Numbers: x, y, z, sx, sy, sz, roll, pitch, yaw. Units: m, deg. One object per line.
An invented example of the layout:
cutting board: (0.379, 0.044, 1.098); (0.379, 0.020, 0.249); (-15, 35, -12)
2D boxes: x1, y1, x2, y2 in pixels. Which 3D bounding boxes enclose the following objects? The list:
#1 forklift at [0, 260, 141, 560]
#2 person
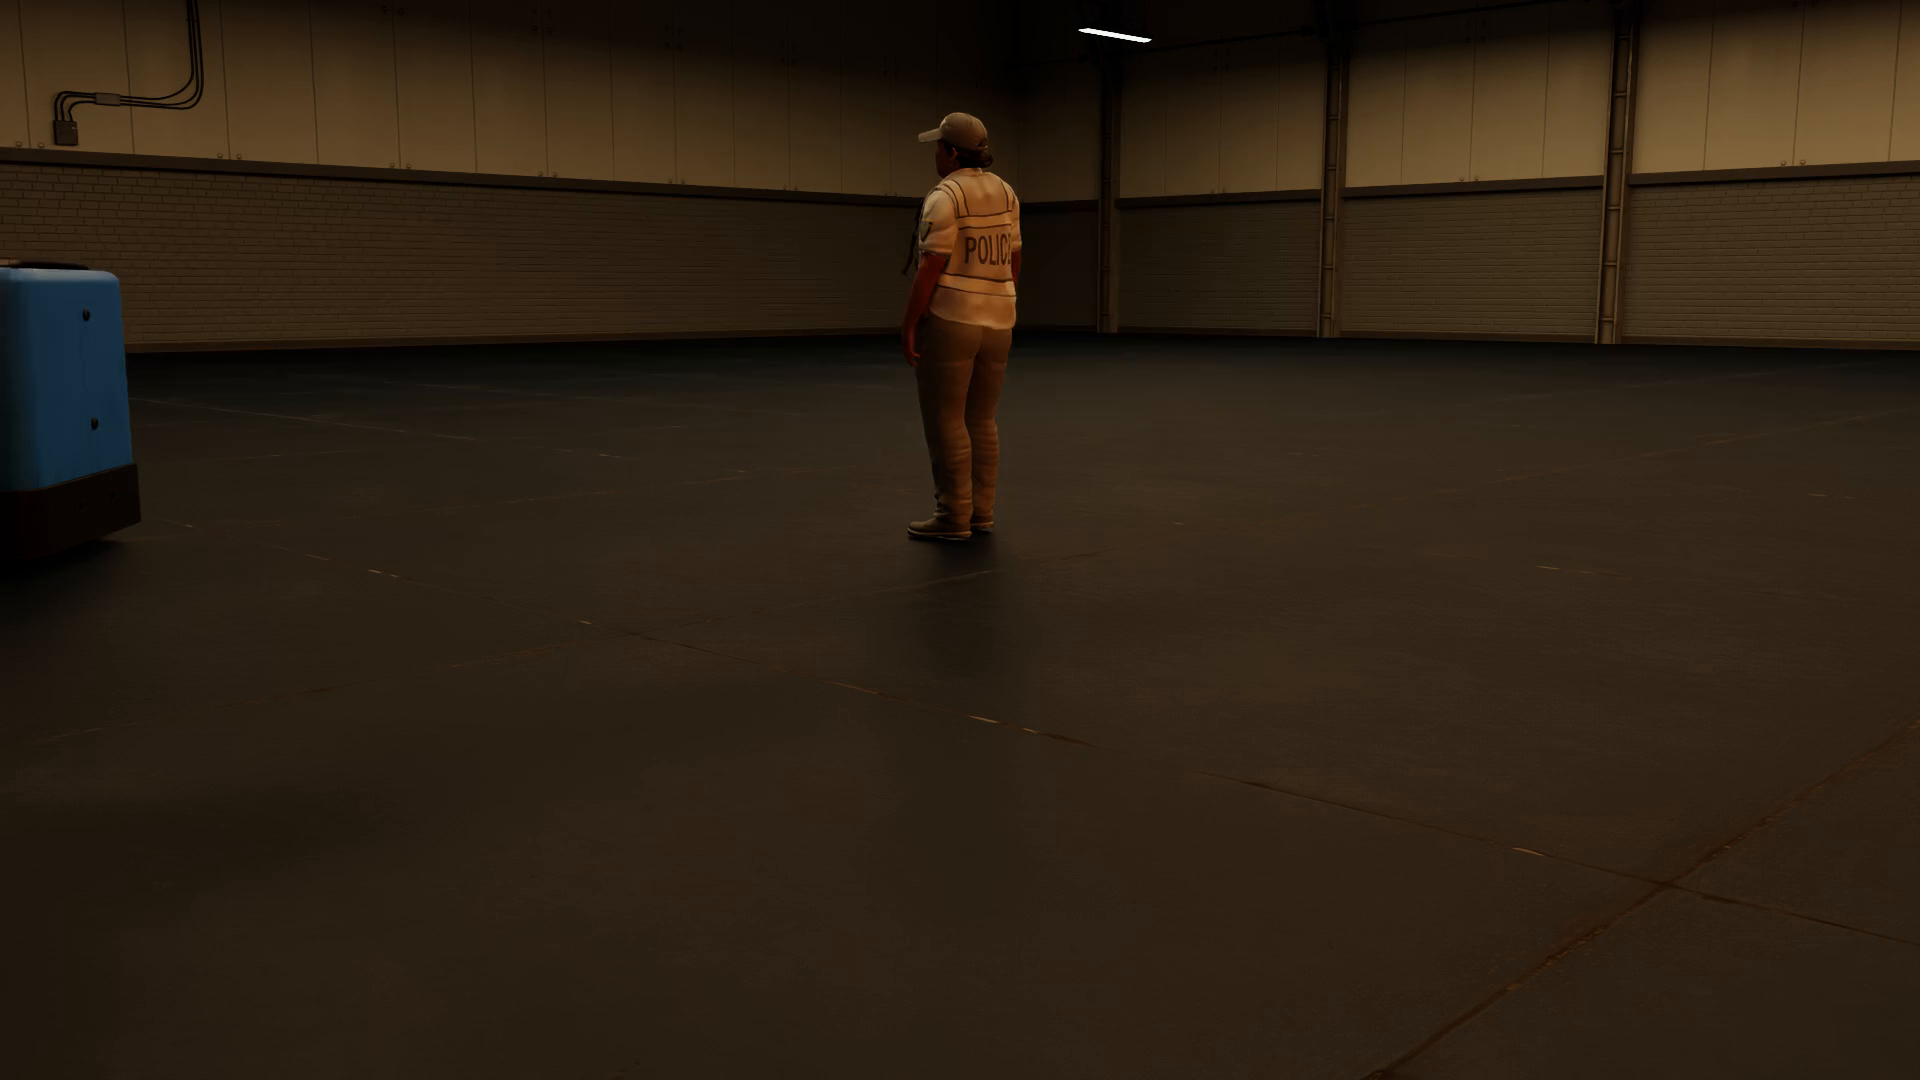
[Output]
forklift: (-4.762, -1.360, 5.907); (3.031, 2.935, 1.130); (-1, 9, -7)
person: (-0.039, -0.843, 6.661); (0.529, 1.670, 0.598); (8, 12, 43)
